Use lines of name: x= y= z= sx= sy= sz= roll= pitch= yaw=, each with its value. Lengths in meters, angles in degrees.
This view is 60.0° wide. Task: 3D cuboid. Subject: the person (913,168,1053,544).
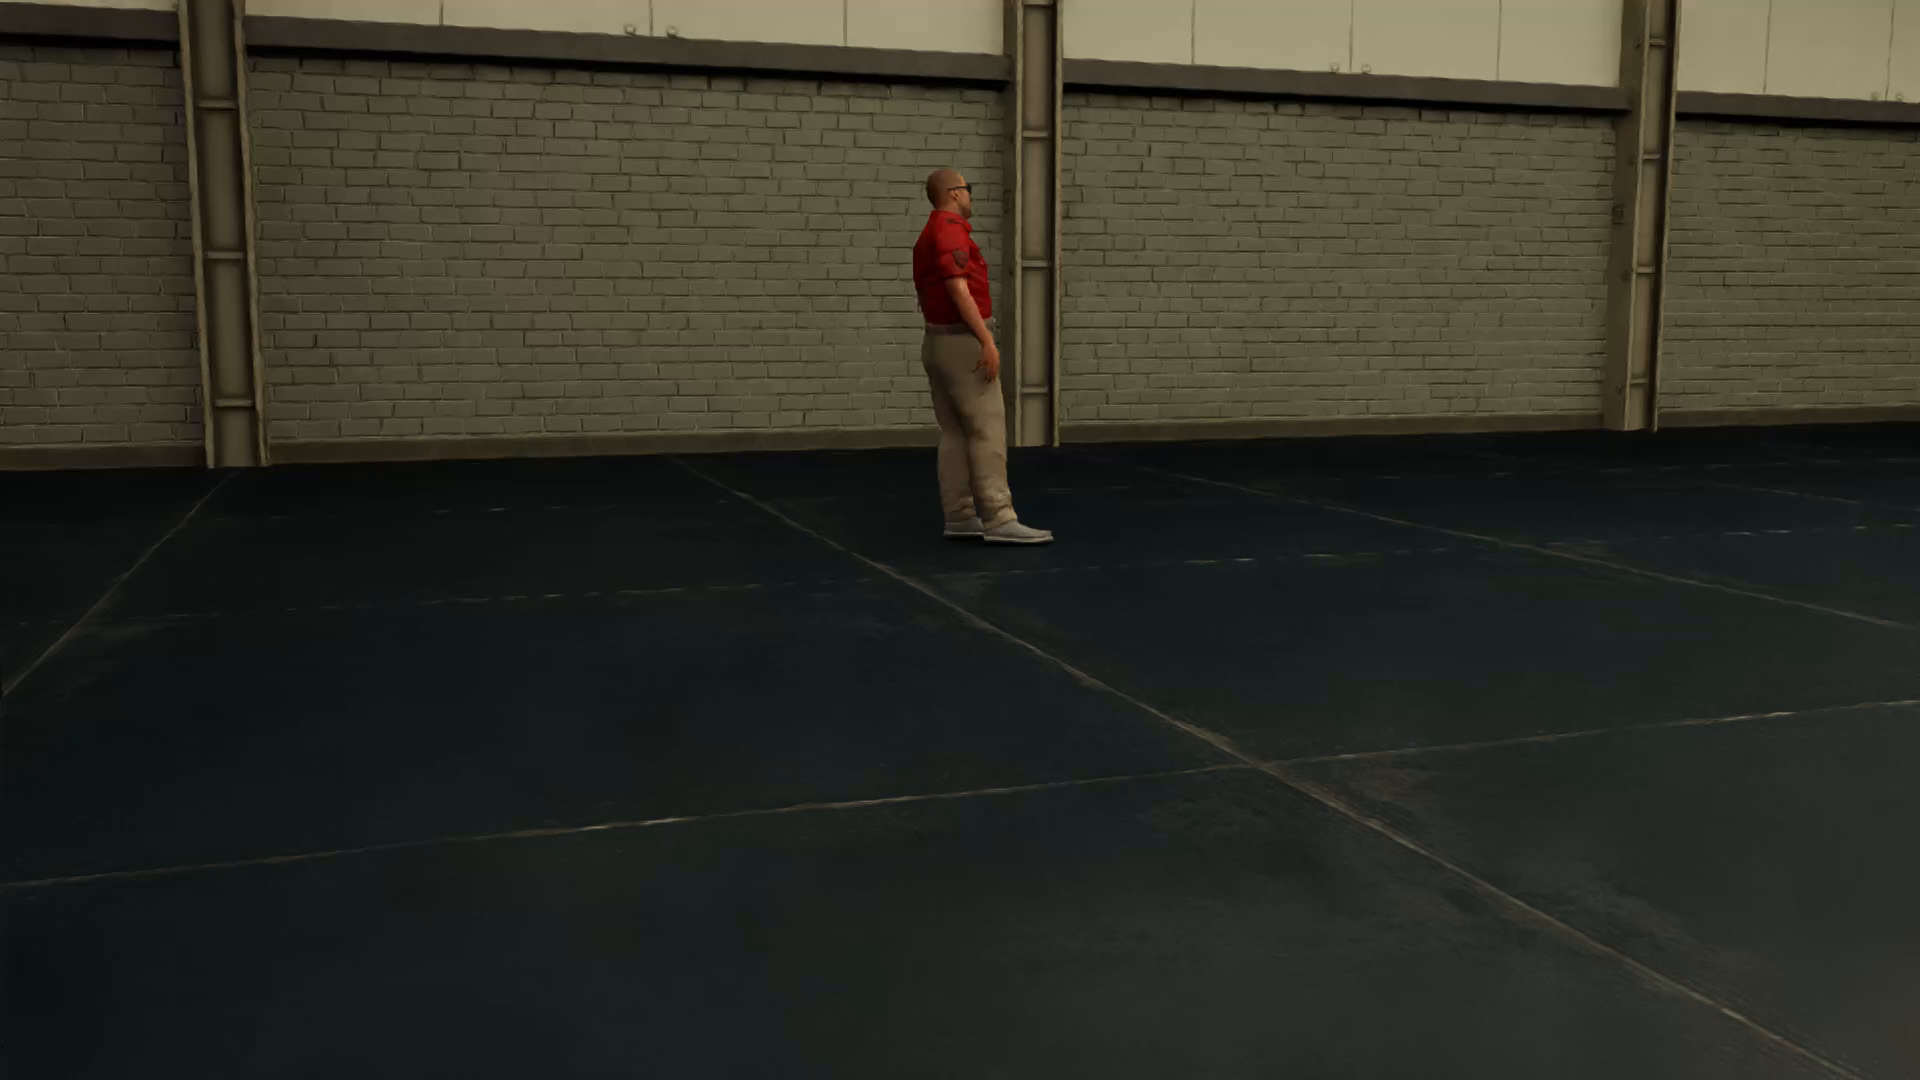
person: x=0.089 y=-0.866 z=7.824 sx=0.550 sy=1.727 sz=0.640 roll=-3 pitch=8 yaw=-18

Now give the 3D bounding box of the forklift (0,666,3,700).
forklift: x=-3.849 y=-0.857 z=3.350 sx=1.130 sy=2.935 sz=3.031 roll=7 pitch=10 yaw=41
